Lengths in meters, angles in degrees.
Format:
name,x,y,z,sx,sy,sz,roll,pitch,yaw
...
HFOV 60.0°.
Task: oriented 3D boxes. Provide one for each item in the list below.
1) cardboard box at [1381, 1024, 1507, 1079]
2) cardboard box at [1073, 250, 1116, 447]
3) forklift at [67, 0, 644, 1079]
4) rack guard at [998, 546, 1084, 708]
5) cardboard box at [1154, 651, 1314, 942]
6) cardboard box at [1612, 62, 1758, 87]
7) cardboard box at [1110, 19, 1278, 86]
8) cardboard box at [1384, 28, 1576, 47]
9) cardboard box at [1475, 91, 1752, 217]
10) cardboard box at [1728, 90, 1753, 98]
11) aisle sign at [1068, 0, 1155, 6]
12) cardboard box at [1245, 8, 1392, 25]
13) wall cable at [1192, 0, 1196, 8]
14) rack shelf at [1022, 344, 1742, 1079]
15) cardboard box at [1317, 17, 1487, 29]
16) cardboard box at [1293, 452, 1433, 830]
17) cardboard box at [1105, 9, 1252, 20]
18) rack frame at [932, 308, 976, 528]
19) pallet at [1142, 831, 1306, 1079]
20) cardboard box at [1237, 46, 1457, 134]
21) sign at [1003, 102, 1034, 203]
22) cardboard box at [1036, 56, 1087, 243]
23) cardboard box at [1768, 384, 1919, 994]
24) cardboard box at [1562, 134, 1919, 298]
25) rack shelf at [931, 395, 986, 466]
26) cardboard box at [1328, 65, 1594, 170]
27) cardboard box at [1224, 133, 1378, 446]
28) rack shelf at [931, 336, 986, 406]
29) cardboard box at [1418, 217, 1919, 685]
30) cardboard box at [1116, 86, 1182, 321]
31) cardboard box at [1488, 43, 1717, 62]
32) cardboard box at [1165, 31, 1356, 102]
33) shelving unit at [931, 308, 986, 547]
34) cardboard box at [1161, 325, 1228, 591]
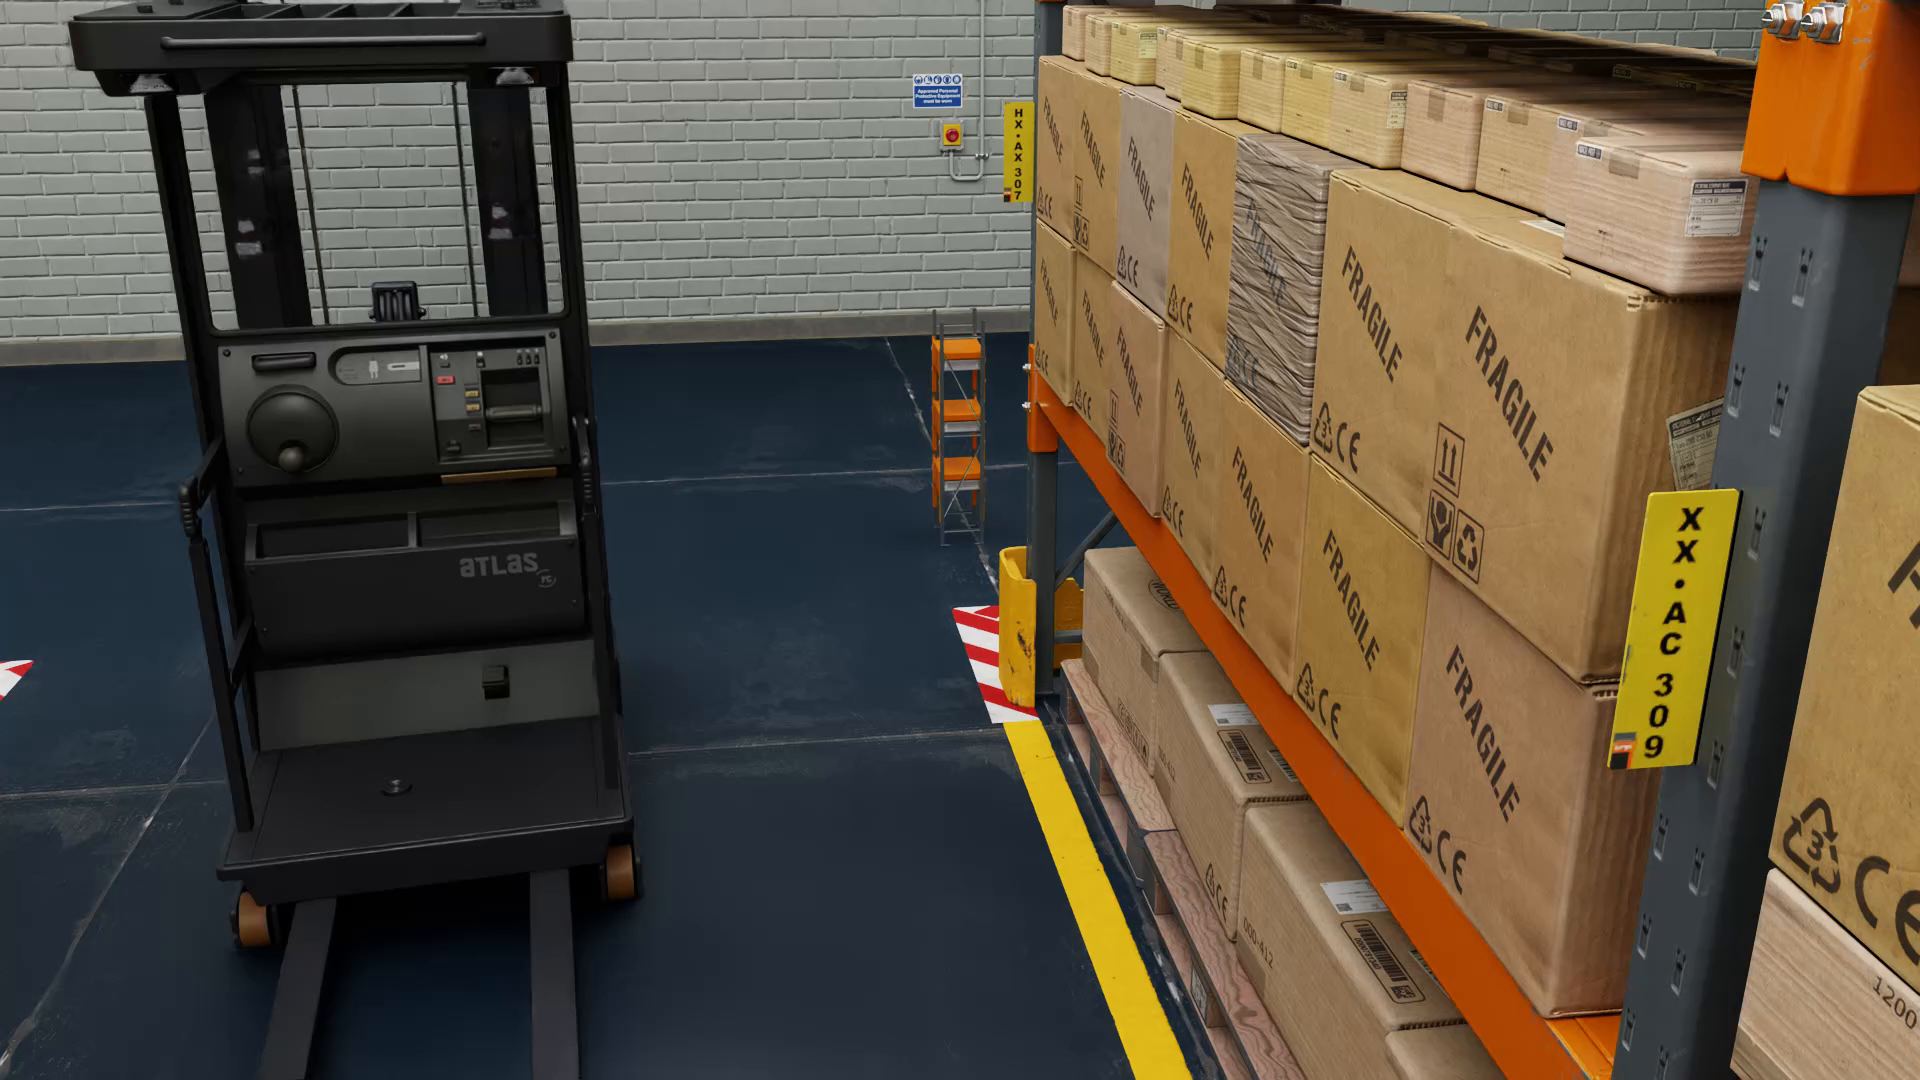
name,x,y,z,sx,sy,sz,roll,pitch,yaw
cardboard box,1.338,1.296,3.020,0.875,0.438,0.875,-3,21,-9
cardboard box,0.631,-0.562,4.791,0.500,0.500,0.500,-3,21,-9
forklift,-1.548,-0.377,4.537,1.130,2.935,3.031,-5,21,-13
rack guard,0.742,0.293,6.217,1.175,0.500,0.348,-3,21,-8
cardboard box,1.080,0.674,4.686,0.875,0.438,0.875,-2,21,-6
cardboard box,1.417,-0.783,3.026,0.380,0.149,0.250,-4,21,-9
cardboard box,0.611,-1.279,4.353,0.380,0.149,0.250,-4,21,-10
cardboard box,1.233,-1.135,3.970,0.380,0.149,0.250,-2,21,-6
cardboard box,1.006,-0.578,2.477,0.380,0.149,0.250,-3,21,-8
cardboard box,1.402,-0.600,2.537,0.380,0.149,0.250,-3,21,-8
aisle sign,0.448,-2.098,5.330,0.394,0.787,0.004,-3,21,-8
cardboard box,1.056,-1.488,4.913,0.380,0.149,0.250,-3,21,-7
wall cable,1.311,-3.372,11.005,0.588,1.984,0.122,-3,21,-8
rack shelf,1.034,0.160,4.029,1.077,0.370,4.000,-3,21,-8
cardboard box,1.172,-1.313,4.446,0.380,0.149,0.250,-2,21,-7
cardboard box,0.922,0.143,2.903,0.500,0.500,0.500,-3,21,-9
cardboard box,0.631,-1.465,4.851,0.380,0.149,0.250,-2,21,-6
rack frame,-0.025,-0.553,7.695,0.200,1.050,0.008,-3,21,-8
pallet,1.111,1.131,4.386,1.003,0.211,1.213,-3,21,-8
cardboard box,0.791,-0.924,3.405,0.380,0.149,0.250,-3,21,-8
sign,0.195,-1.286,5.522,0.100,0.325,0.005,-3,21,-8
cardboard box,0.533,-1.204,5.081,0.500,0.500,0.500,-3,21,-9
cardboard box,1.101,0.167,1.410,0.500,0.500,0.500,-3,21,-7
cardboard box,0.963,-0.394,1.985,0.380,0.149,0.250,-3,21,-9
rack shelf,-0.008,-0.500,7.586,0.215,0.259,0.240,-3,21,-8
cardboard box,0.880,-0.749,2.936,0.380,0.149,0.250,-3,21,-8
cardboard box,0.833,-0.501,3.199,0.500,0.500,0.500,-3,21,-7
rack shelf,-0.008,-0.766,7.486,0.215,0.259,0.240,-3,21,-8
cardboard box,0.981,-0.149,2.257,0.500,0.500,0.500,-3,21,-8
cardboard box,0.696,-0.848,4.127,0.500,0.500,0.500,-3,21,-8
cardboard box,1.332,-0.954,3.485,0.380,0.149,0.250,-3,21,-8
cardboard box,0.695,-1.102,3.880,0.380,0.149,0.250,-3,21,-7
shelving unit,-0.008,-0.510,7.582,0.215,1.050,0.252,-3,21,-8
cardboard box,0.775,-0.212,3.855,0.500,0.500,0.500,-2,21,-6
